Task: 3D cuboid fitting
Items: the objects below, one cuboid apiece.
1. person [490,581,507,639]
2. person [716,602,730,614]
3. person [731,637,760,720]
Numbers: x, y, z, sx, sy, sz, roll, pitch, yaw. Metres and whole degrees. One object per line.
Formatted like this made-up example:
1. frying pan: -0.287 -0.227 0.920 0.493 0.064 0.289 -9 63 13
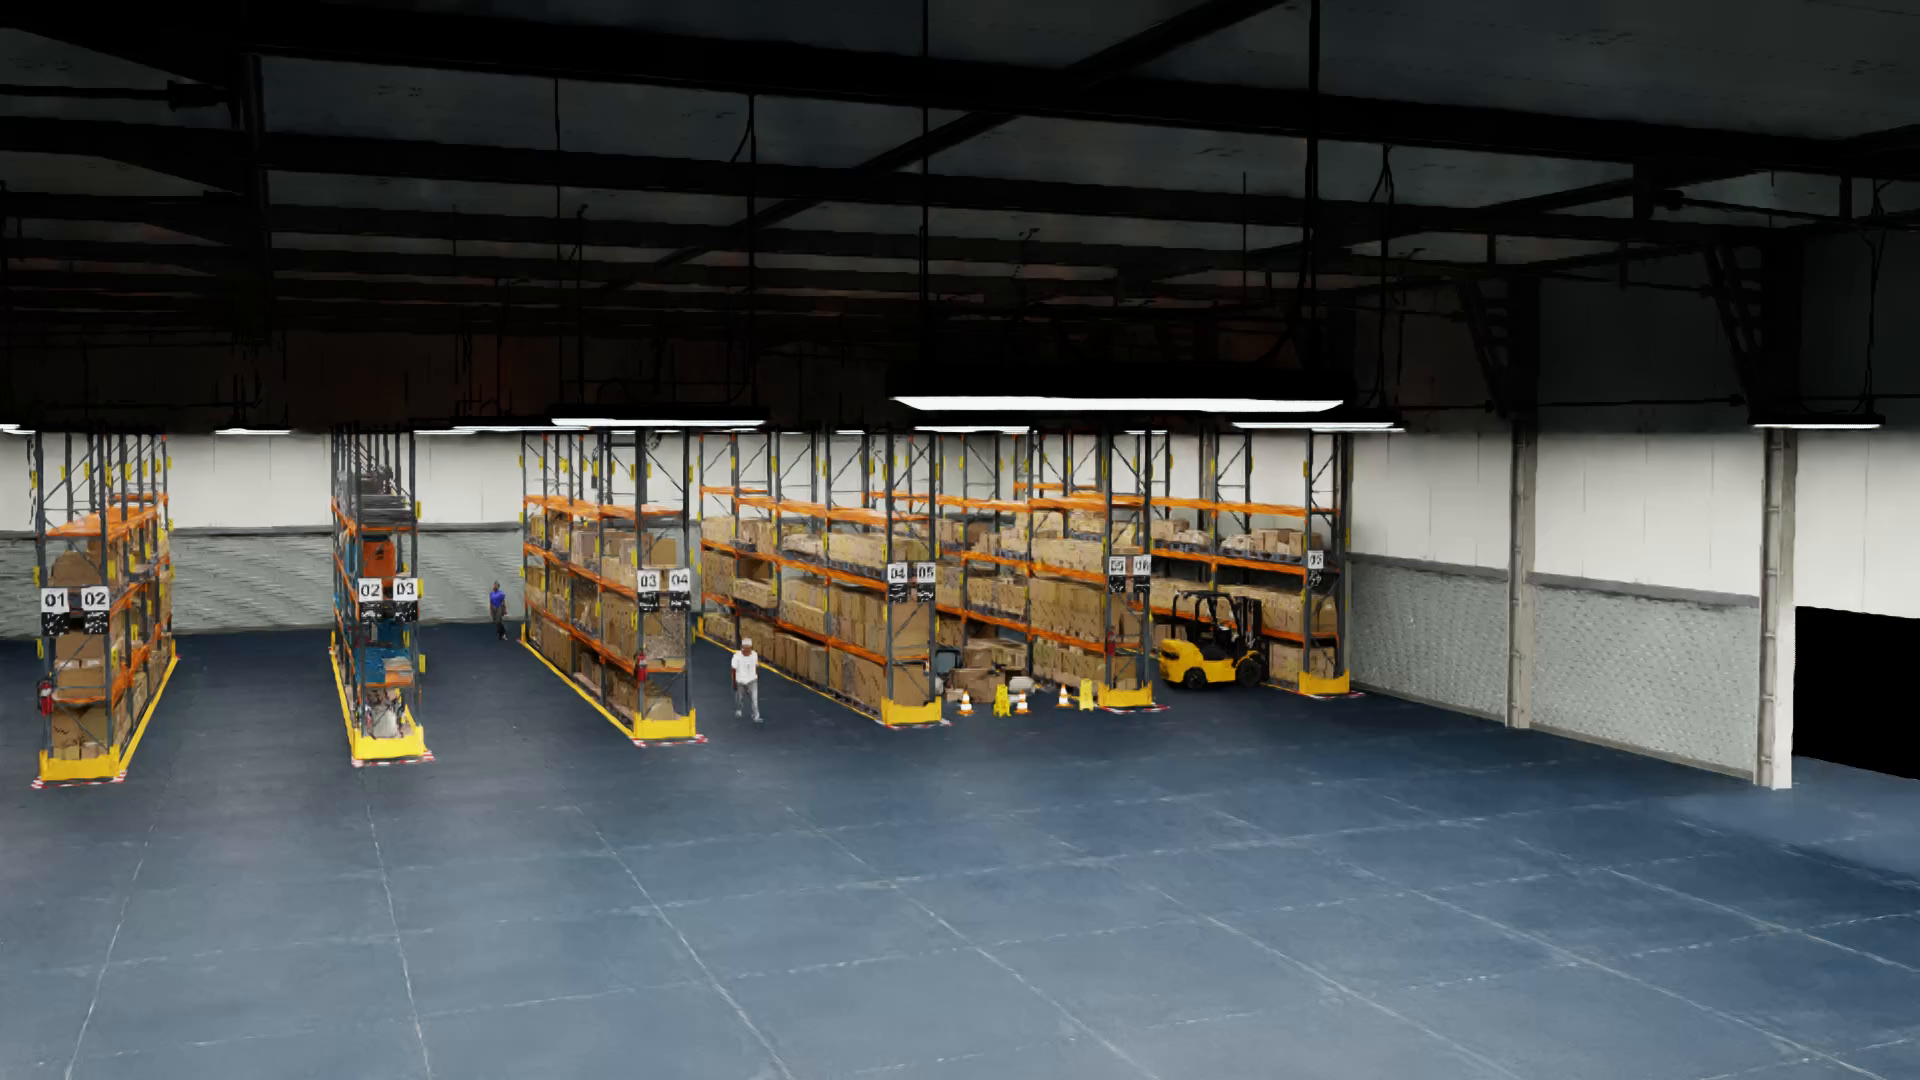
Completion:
1. person: -12.990 1.979 46.726 0.470 1.633 0.455 1 4 19
2. person: -7.447 1.587 51.870 0.759 1.771 0.529 2 4 34
3. person: -4.319 2.754 33.377 0.577 1.638 0.942 -1 4 -20
